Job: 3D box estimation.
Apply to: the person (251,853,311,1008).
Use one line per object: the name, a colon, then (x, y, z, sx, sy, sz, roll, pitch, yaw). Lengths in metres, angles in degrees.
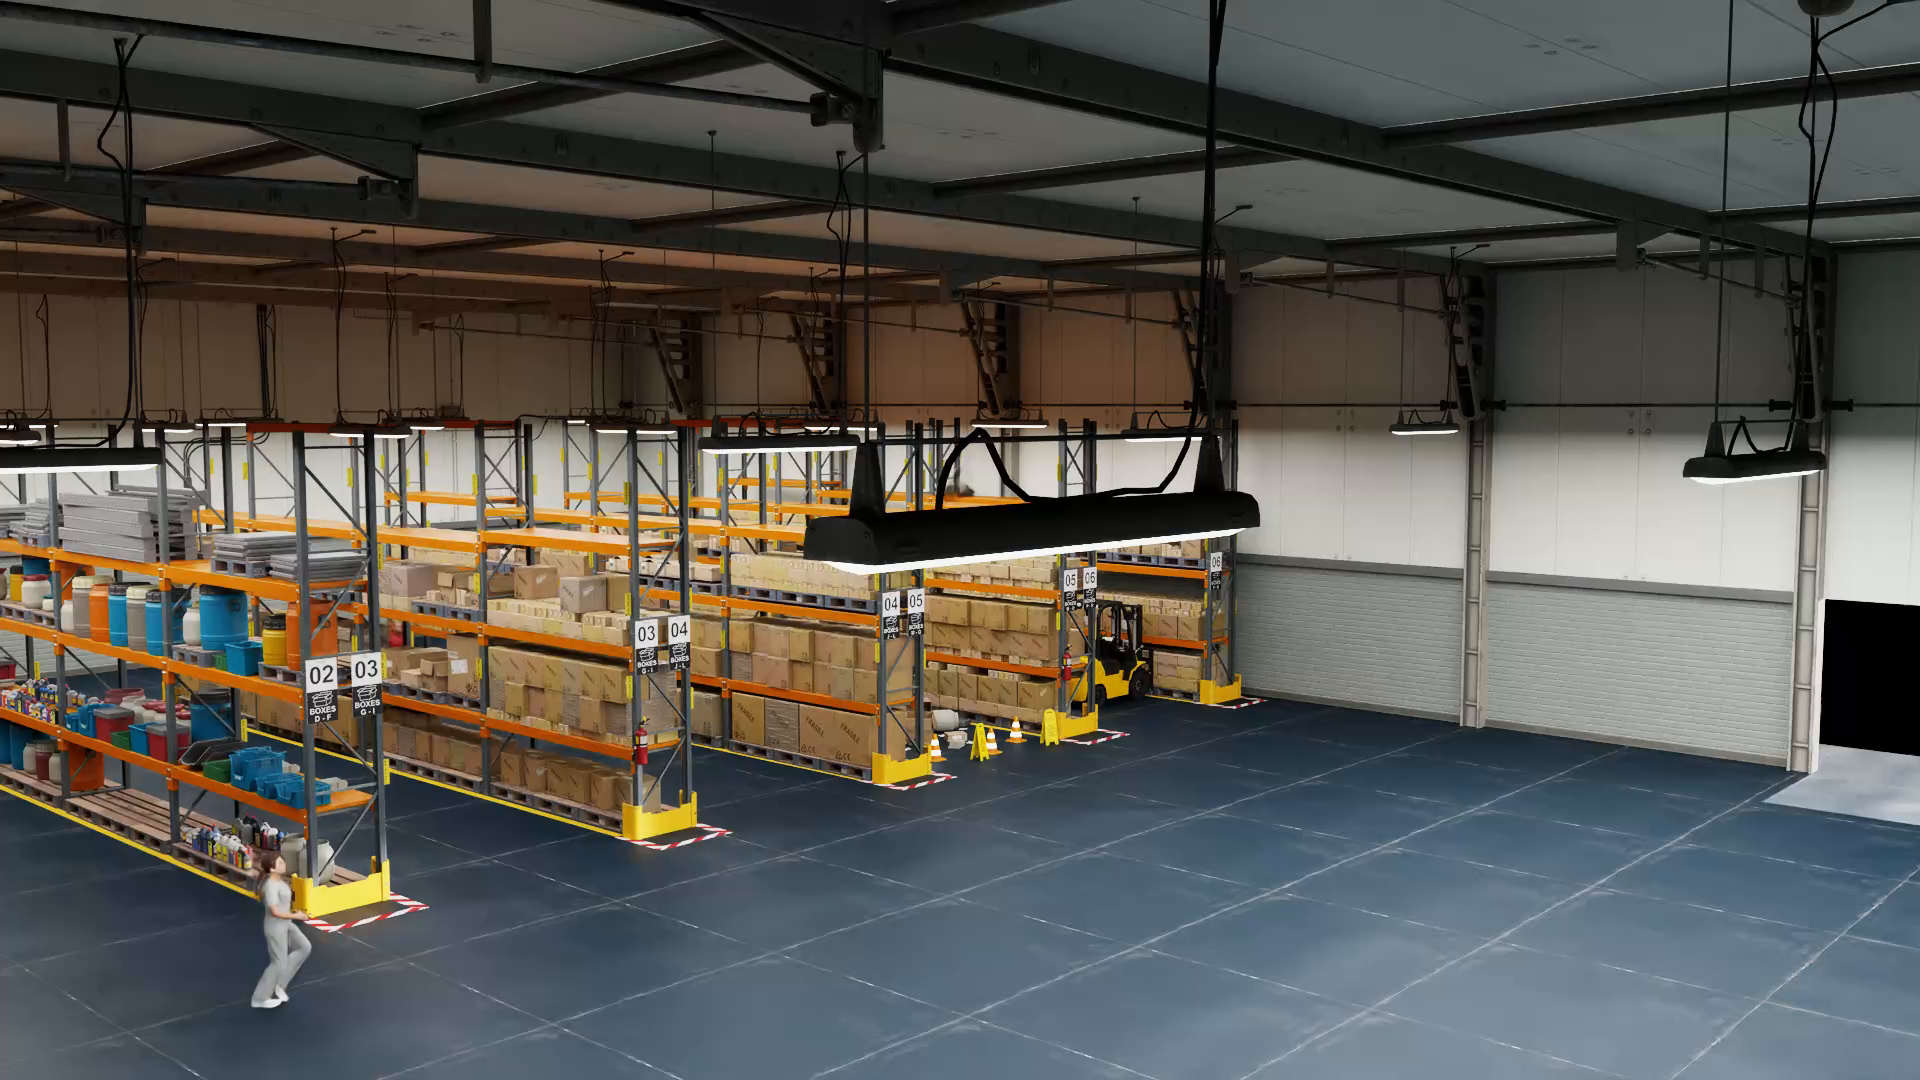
person: (-7.150, 4.077, 17.464, 0.600, 1.628, 0.569, -1, 5, -18)

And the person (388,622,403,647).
person: (-12.015, 2.592, 35.686, 0.686, 1.687, 0.668, -4, 6, -39)
